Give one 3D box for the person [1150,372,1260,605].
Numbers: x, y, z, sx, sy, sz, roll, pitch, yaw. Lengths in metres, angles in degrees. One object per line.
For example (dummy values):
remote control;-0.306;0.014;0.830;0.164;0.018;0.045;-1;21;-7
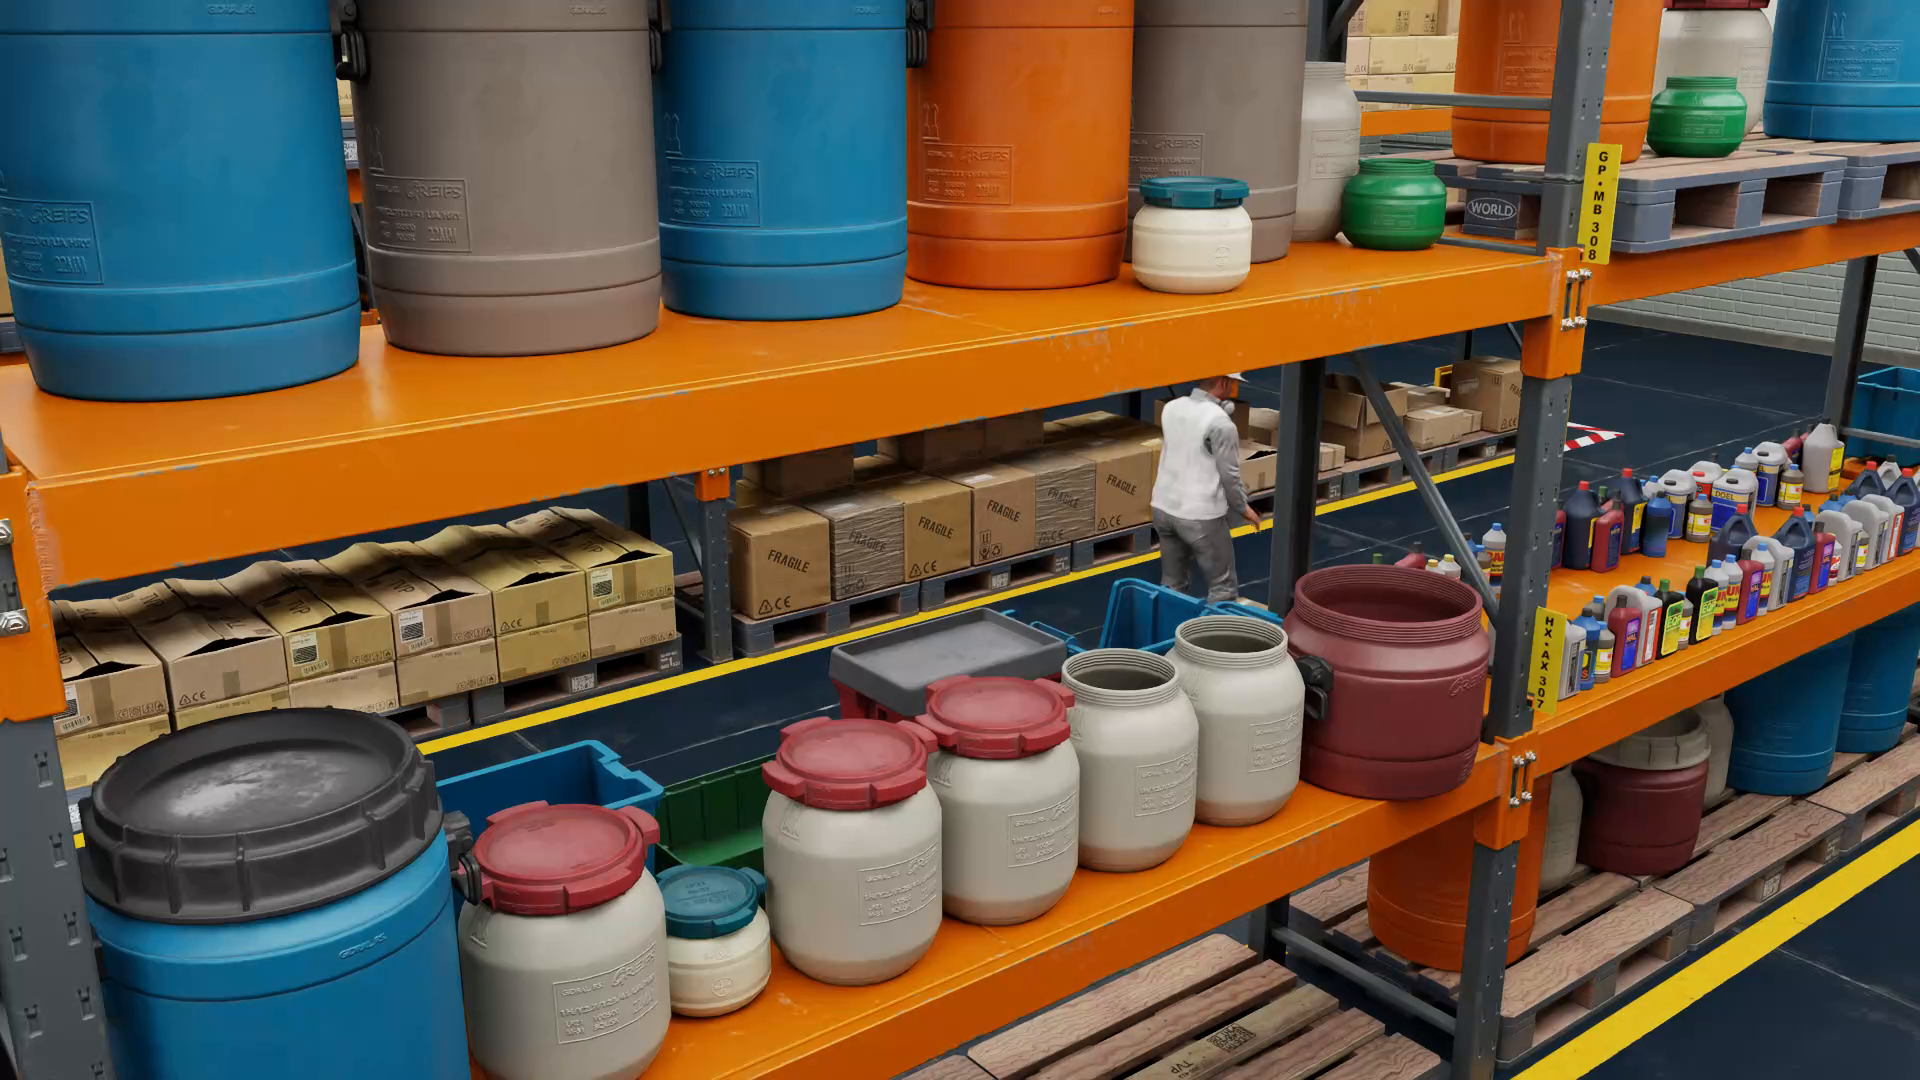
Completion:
person;1.331;-0.147;8.953;0.534;1.783;0.582;-11;21;-32
